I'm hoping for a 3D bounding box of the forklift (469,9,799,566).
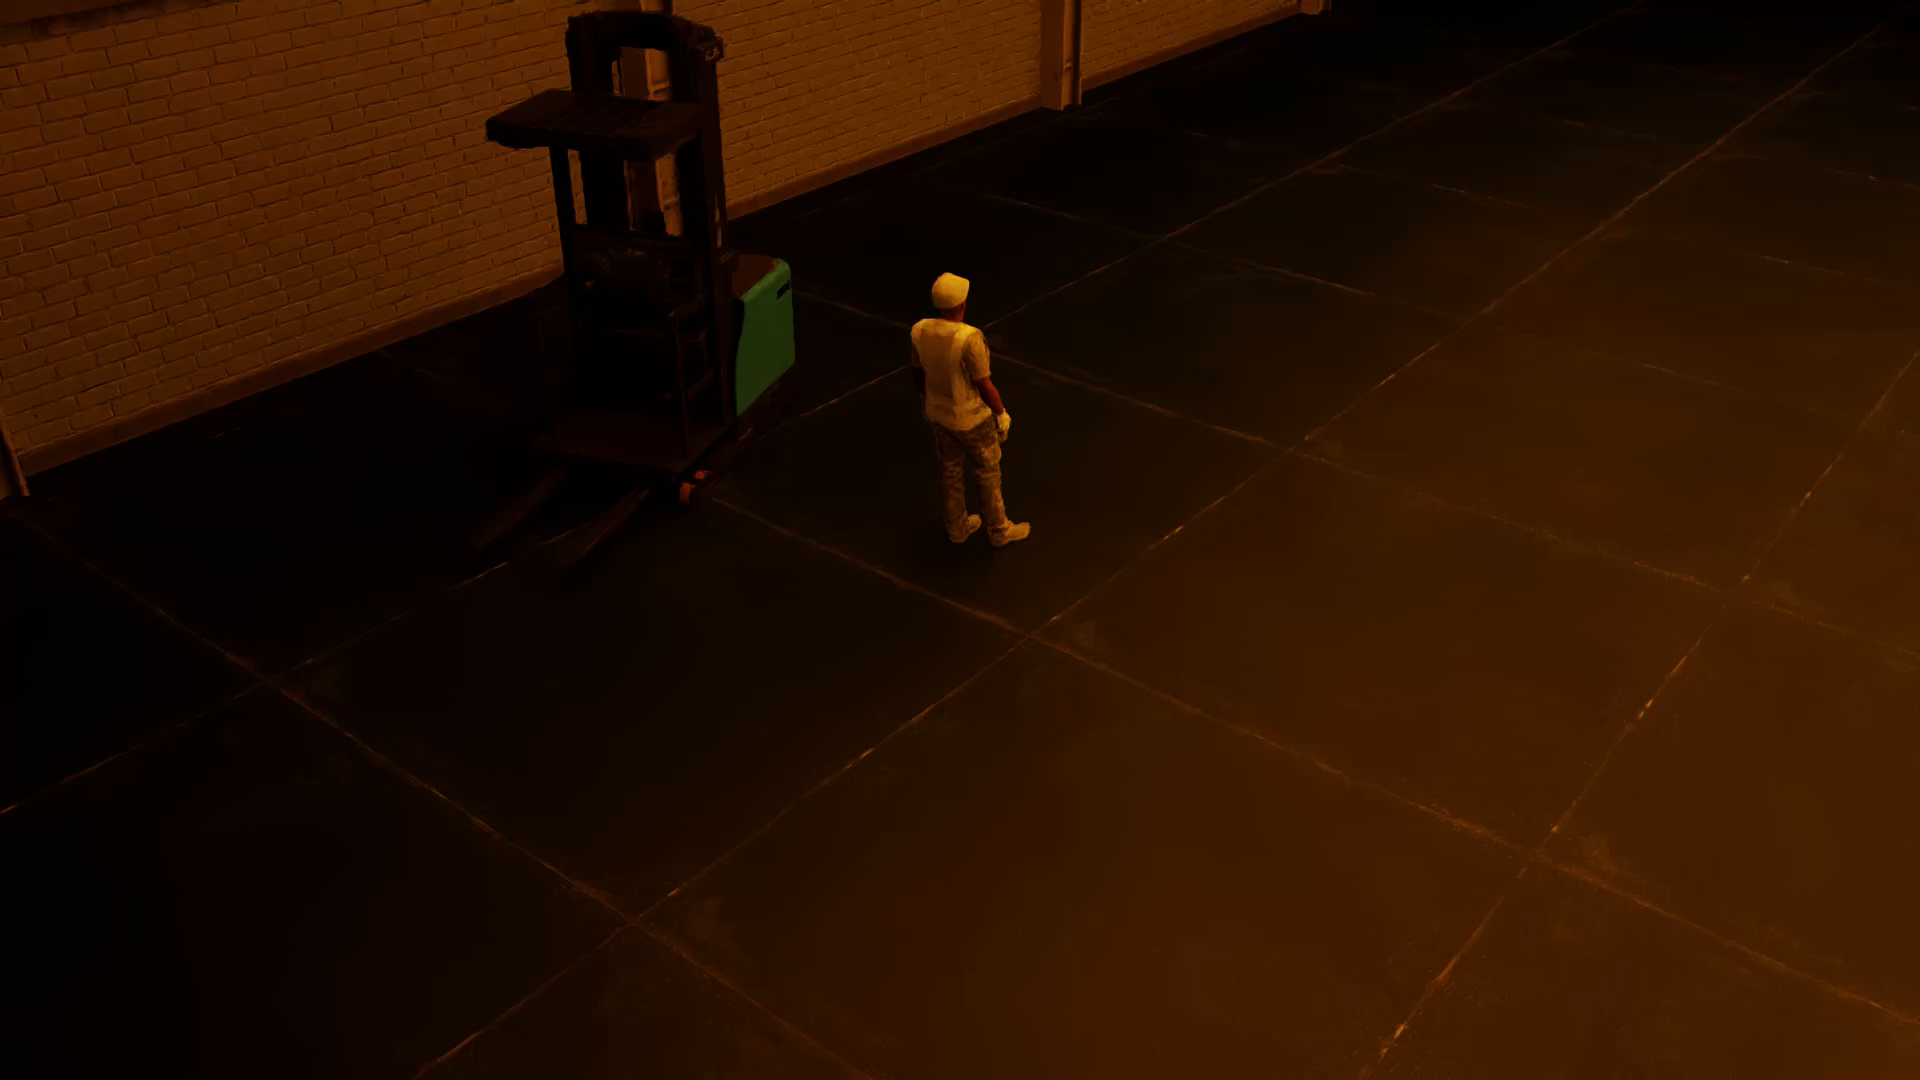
[{"bbox_3d":[-2.144,-1.703,10.509,1.130,2.935,3.031,10,32,16],"label":"forklift"}]

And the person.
[{"bbox_3d":[0.052,-0.802,10.091,0.655,1.782,0.576,22,37,33],"label":"person"}]
